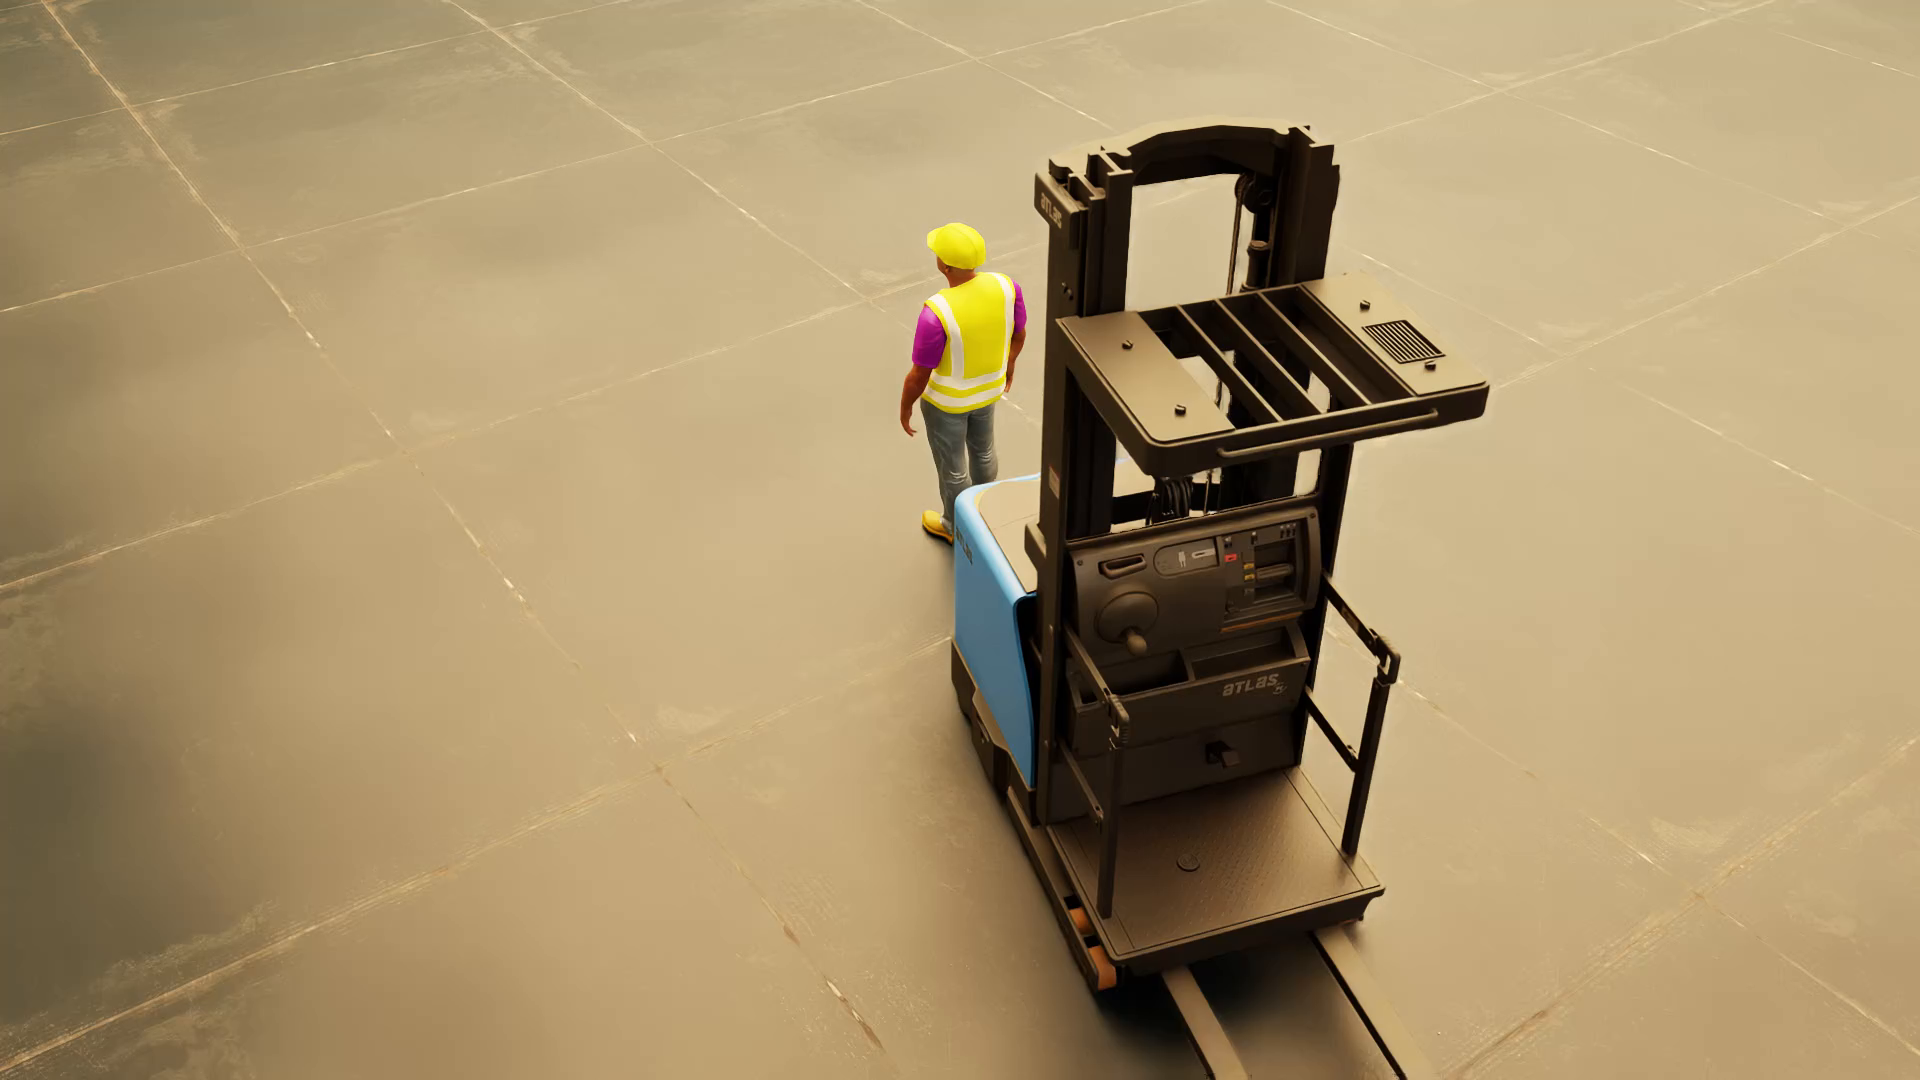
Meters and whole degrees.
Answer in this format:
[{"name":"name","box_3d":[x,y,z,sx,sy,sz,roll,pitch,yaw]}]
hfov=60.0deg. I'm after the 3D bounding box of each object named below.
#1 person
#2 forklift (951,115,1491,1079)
[{"name":"person","box_3d":[-0.035,-0.752,7.929,0.666,1.765,0.577,-23,42,-28]},{"name":"forklift","box_3d":[0.904,0.214,5.656,1.130,2.935,3.031,-11,38,-15]}]
